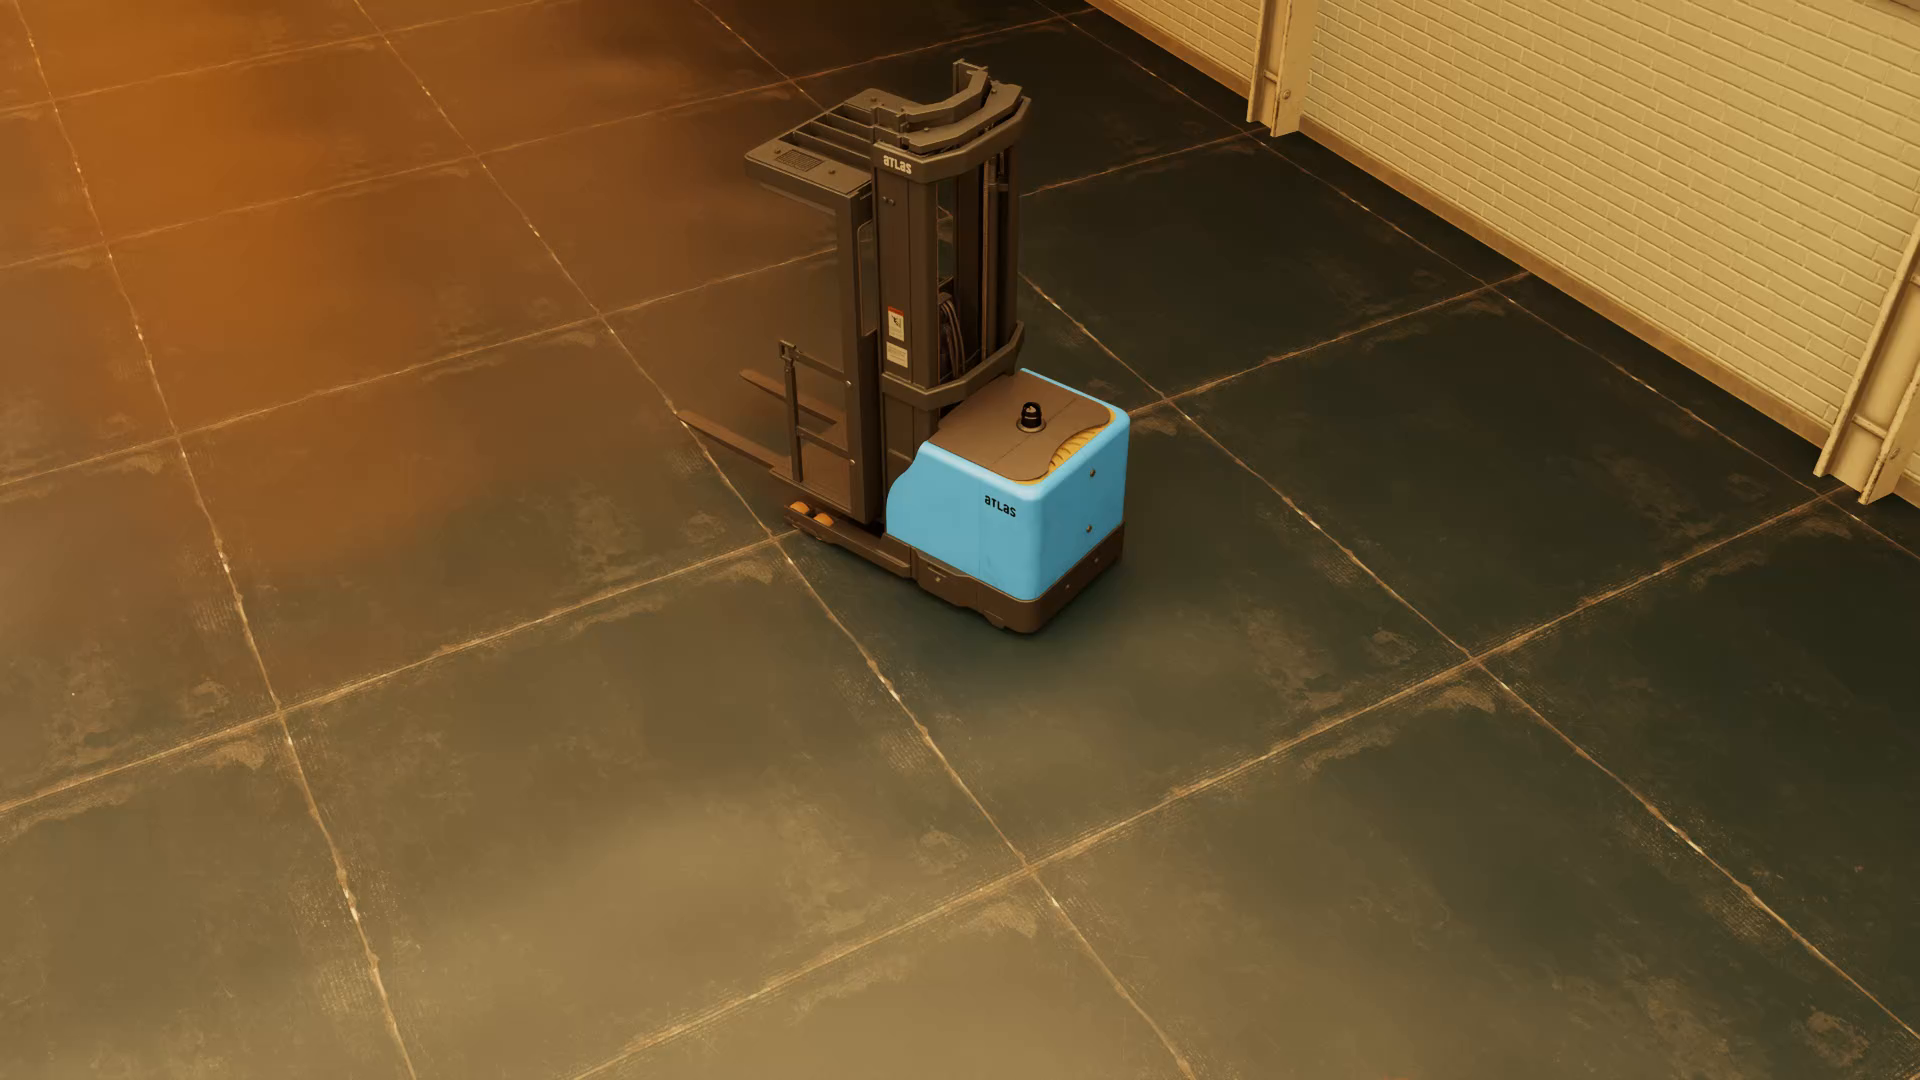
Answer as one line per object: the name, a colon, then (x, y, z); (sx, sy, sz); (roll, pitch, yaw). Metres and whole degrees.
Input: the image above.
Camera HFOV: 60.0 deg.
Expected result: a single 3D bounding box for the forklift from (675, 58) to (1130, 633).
forklift: (-0.481, -1.366, 9.683); (3.031, 2.935, 1.130); (26, 46, 28)
